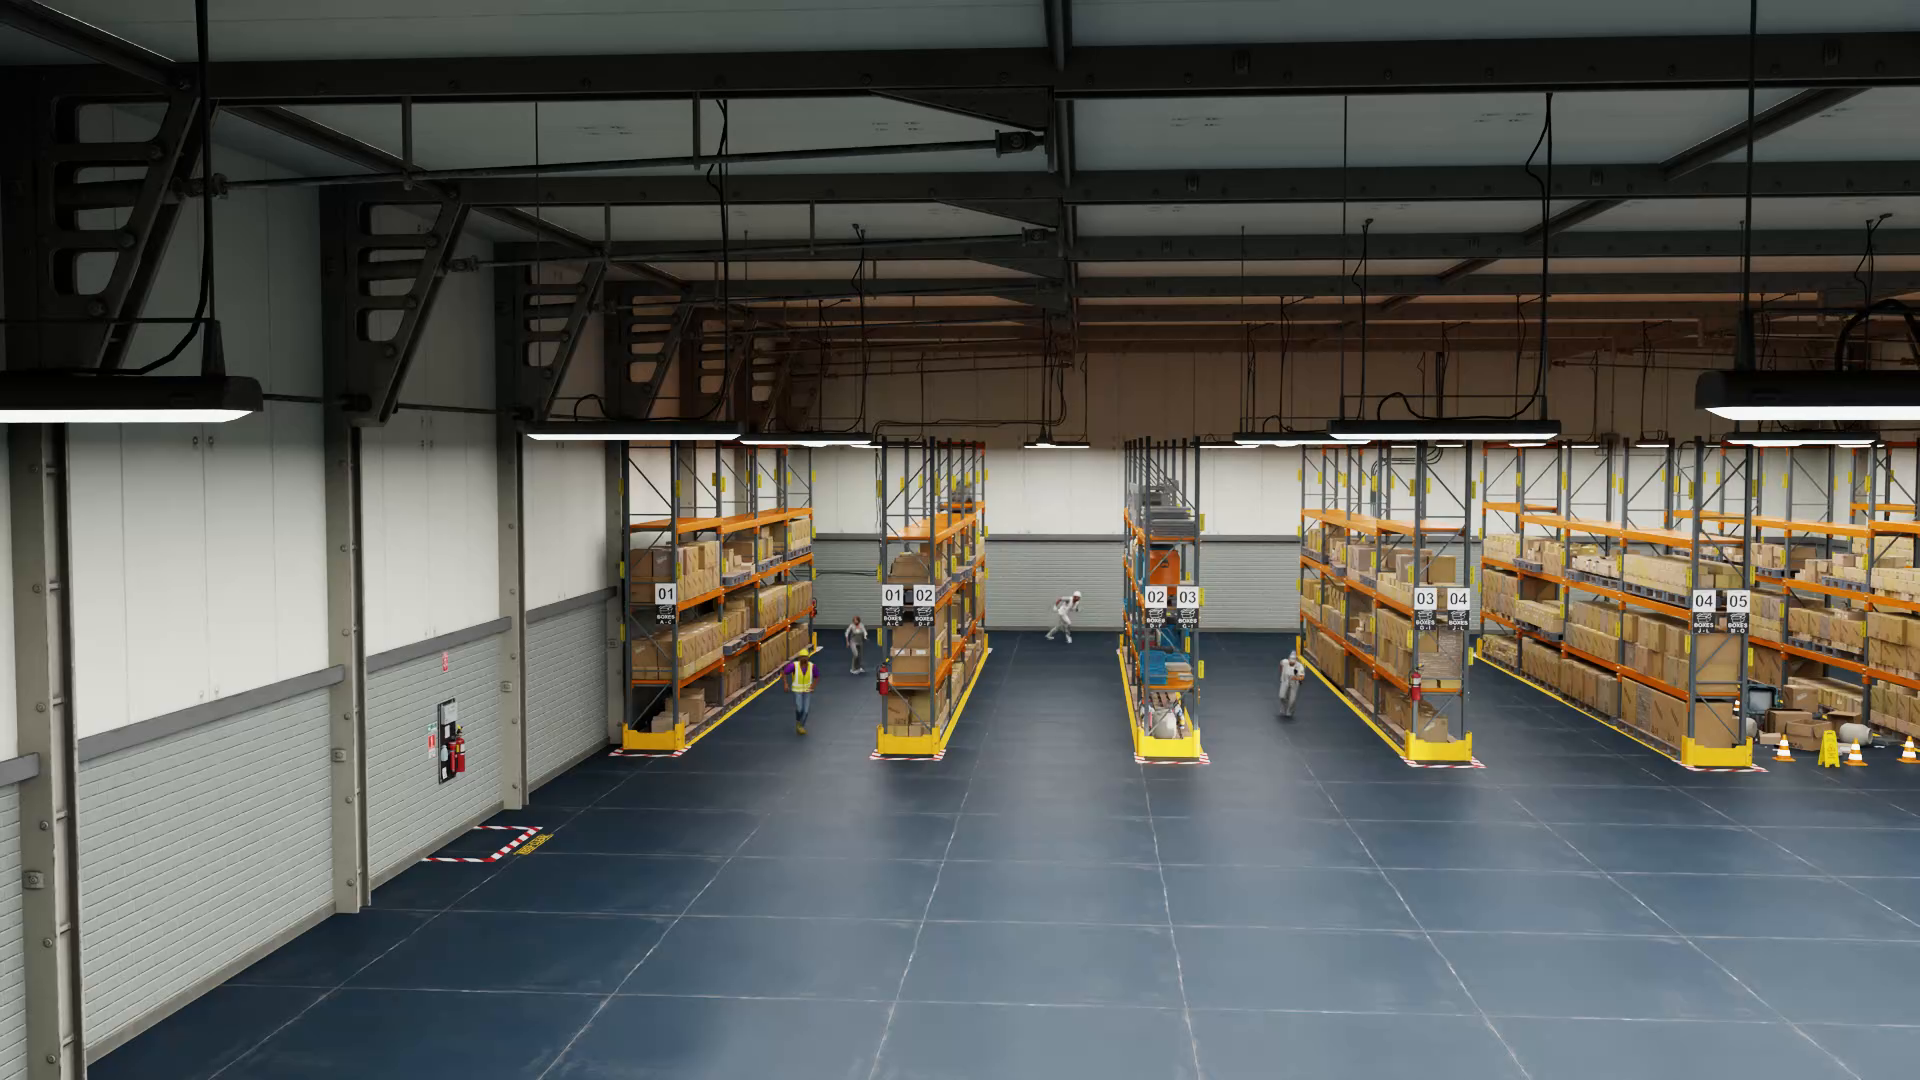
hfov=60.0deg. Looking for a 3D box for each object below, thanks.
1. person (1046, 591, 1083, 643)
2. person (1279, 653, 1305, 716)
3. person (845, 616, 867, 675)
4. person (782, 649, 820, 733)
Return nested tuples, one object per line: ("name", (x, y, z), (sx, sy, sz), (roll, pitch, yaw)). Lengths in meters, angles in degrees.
("person", (3.141, 2.298, 49.965), (1.176, 1.558, 0.682), (2, 4, 35))
("person", (7.080, 3.102, 35.586), (0.611, 1.421, 0.958), (1, 3, 17))
("person", (-2.624, 2.702, 42.754), (0.561, 1.558, 0.779), (-2, 4, -33))
("person", (-3.195, 3.060, 33.565), (0.751, 1.719, 0.558), (-1, 3, -15))
